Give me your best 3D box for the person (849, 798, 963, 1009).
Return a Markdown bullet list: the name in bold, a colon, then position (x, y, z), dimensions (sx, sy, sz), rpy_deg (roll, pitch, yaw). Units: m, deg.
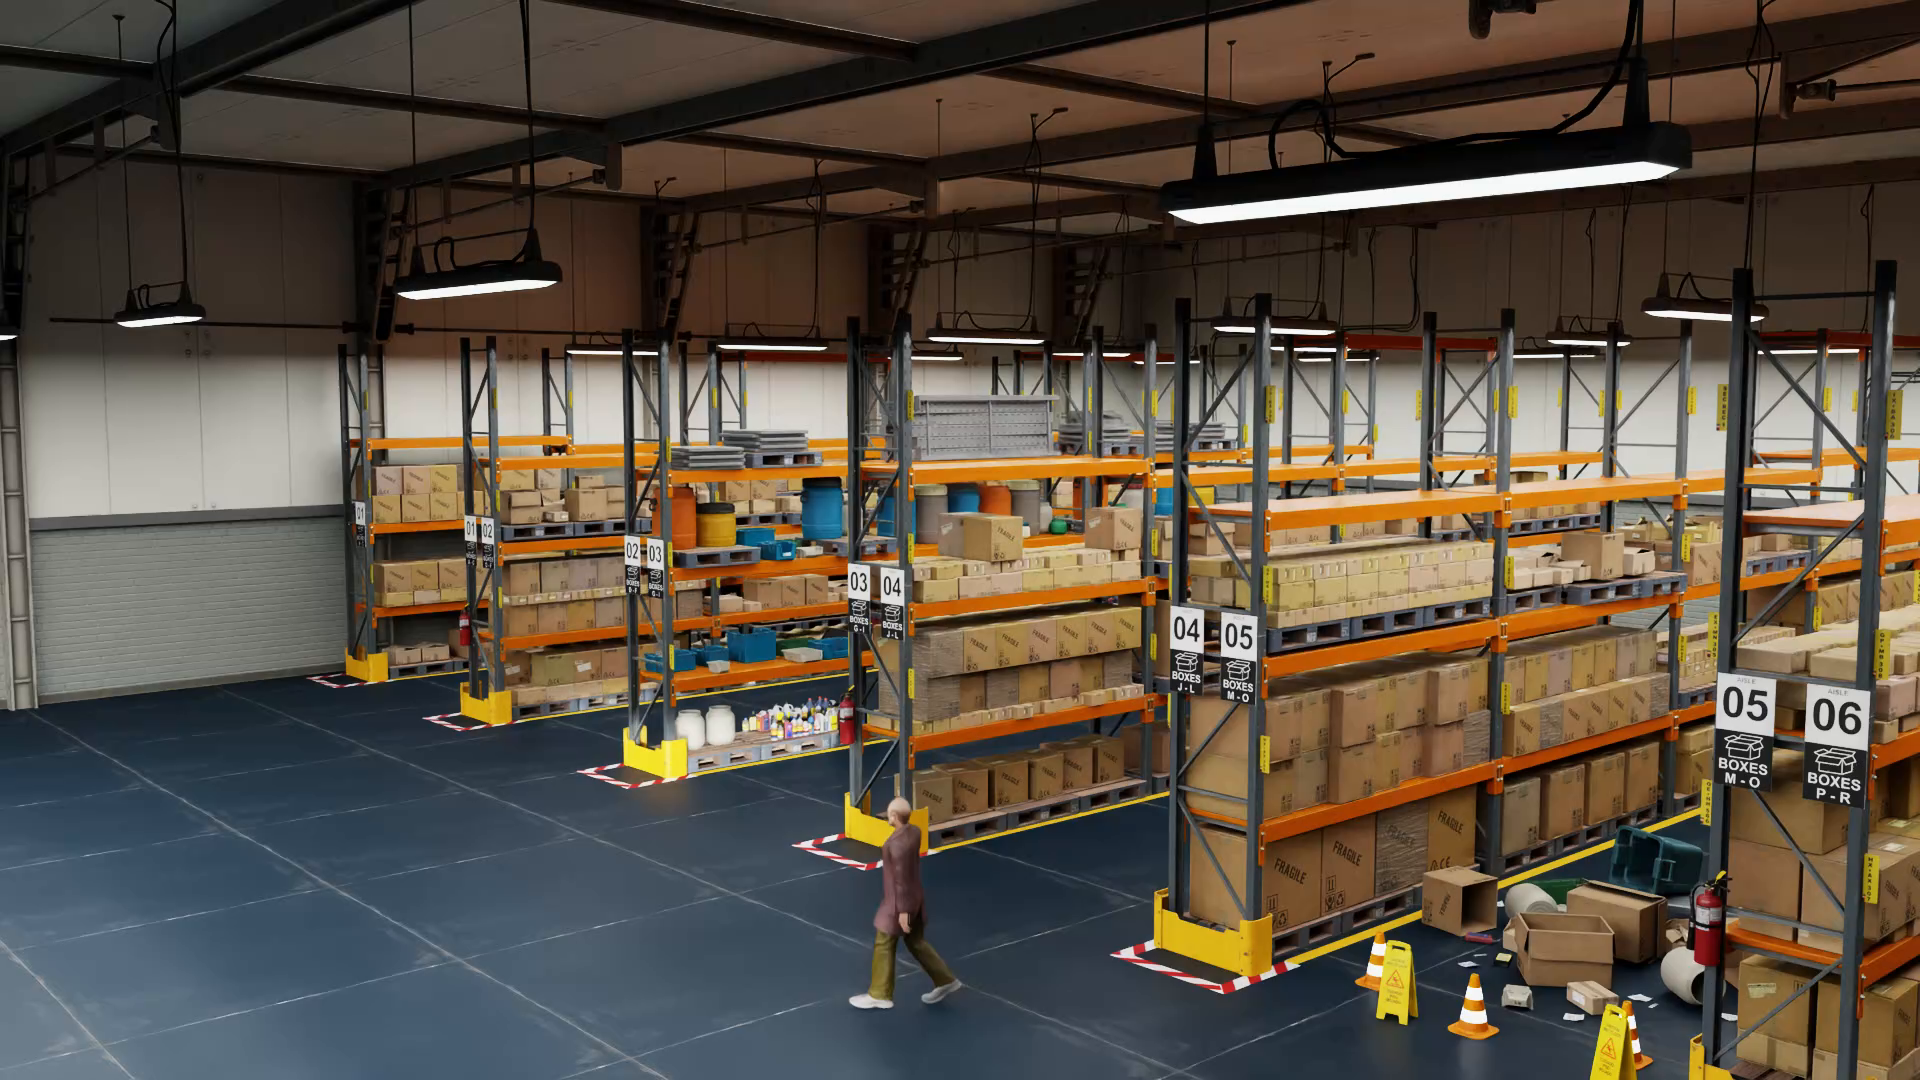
- **person**: position (-0.444, 3.032, 13.932), dimensions (0.896, 1.761, 0.569), rpy_deg (2, 5, 18)
